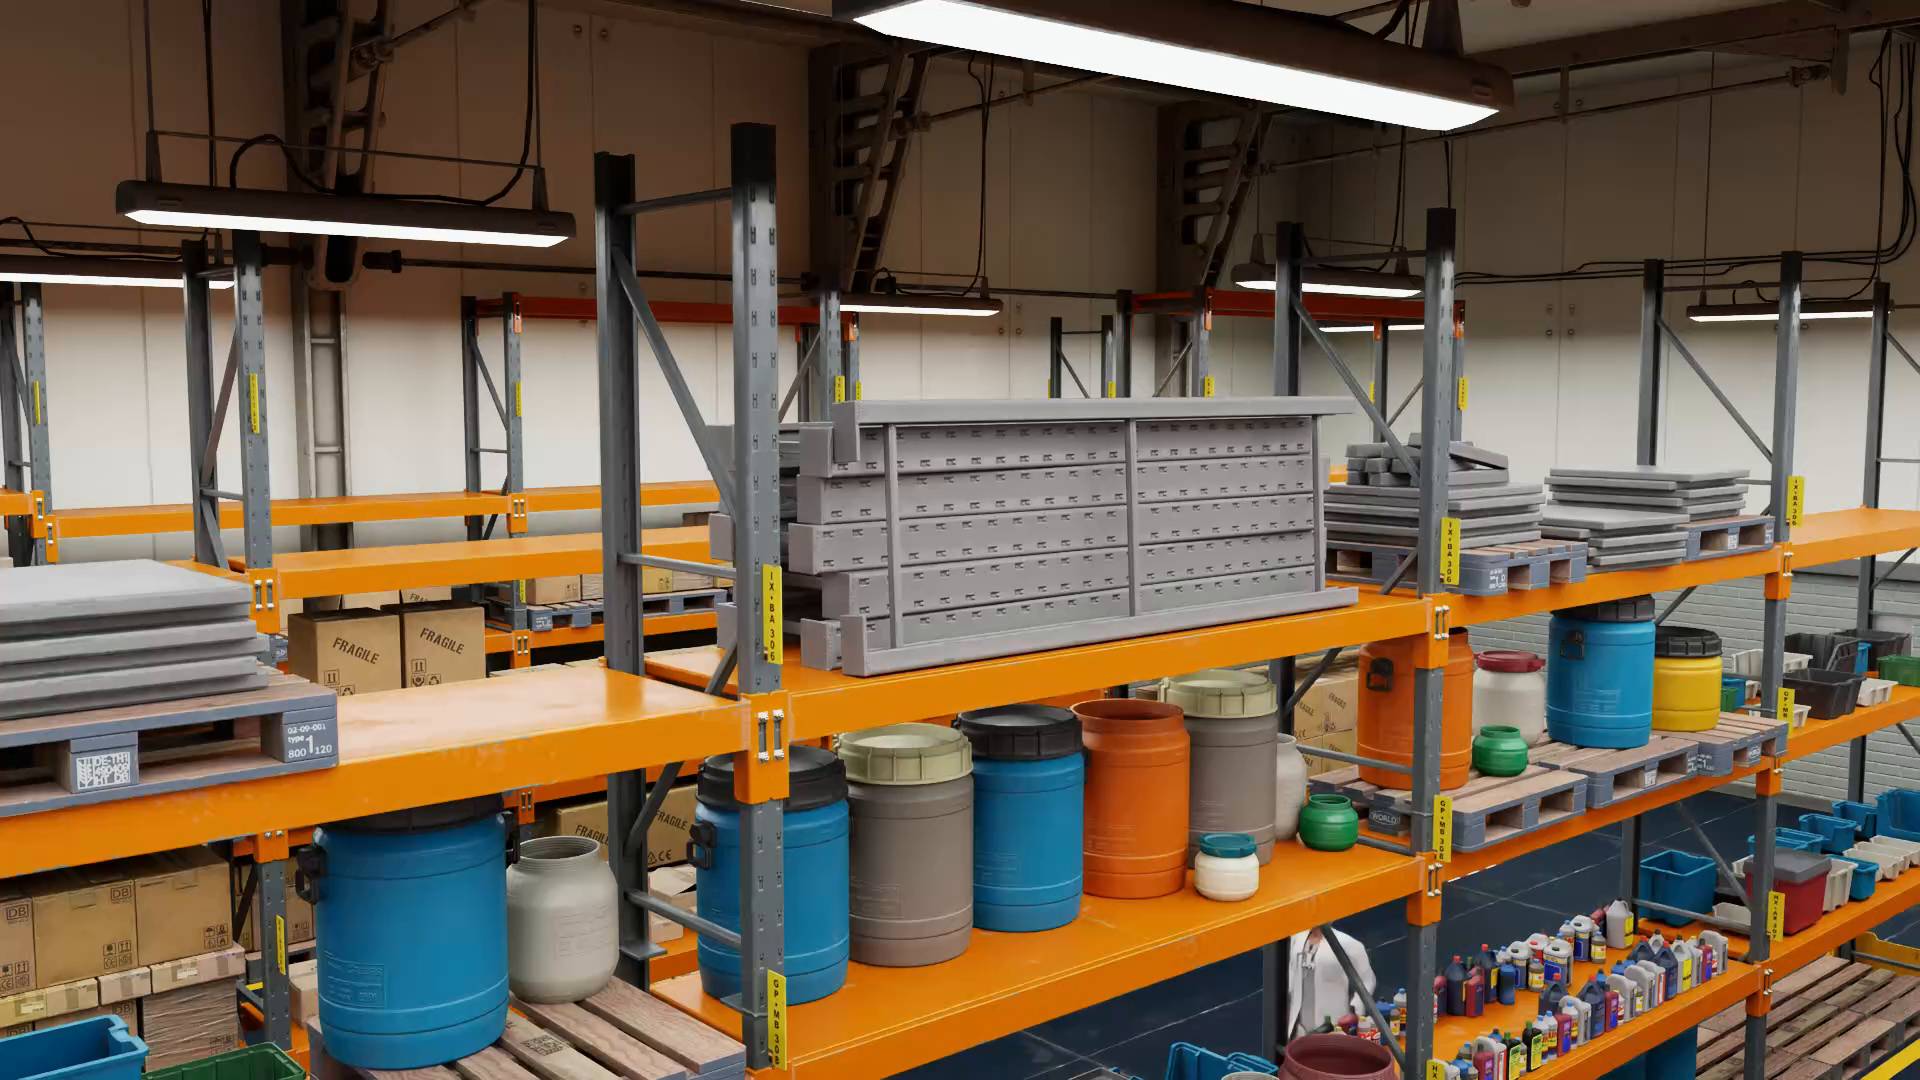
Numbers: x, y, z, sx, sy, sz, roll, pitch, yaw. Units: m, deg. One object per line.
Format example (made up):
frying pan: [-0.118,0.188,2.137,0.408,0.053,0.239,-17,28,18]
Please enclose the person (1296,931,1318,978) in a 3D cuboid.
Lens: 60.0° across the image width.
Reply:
person: [2.506,3.369,11.301,0.310,1.494,0.716,5,7,43]
